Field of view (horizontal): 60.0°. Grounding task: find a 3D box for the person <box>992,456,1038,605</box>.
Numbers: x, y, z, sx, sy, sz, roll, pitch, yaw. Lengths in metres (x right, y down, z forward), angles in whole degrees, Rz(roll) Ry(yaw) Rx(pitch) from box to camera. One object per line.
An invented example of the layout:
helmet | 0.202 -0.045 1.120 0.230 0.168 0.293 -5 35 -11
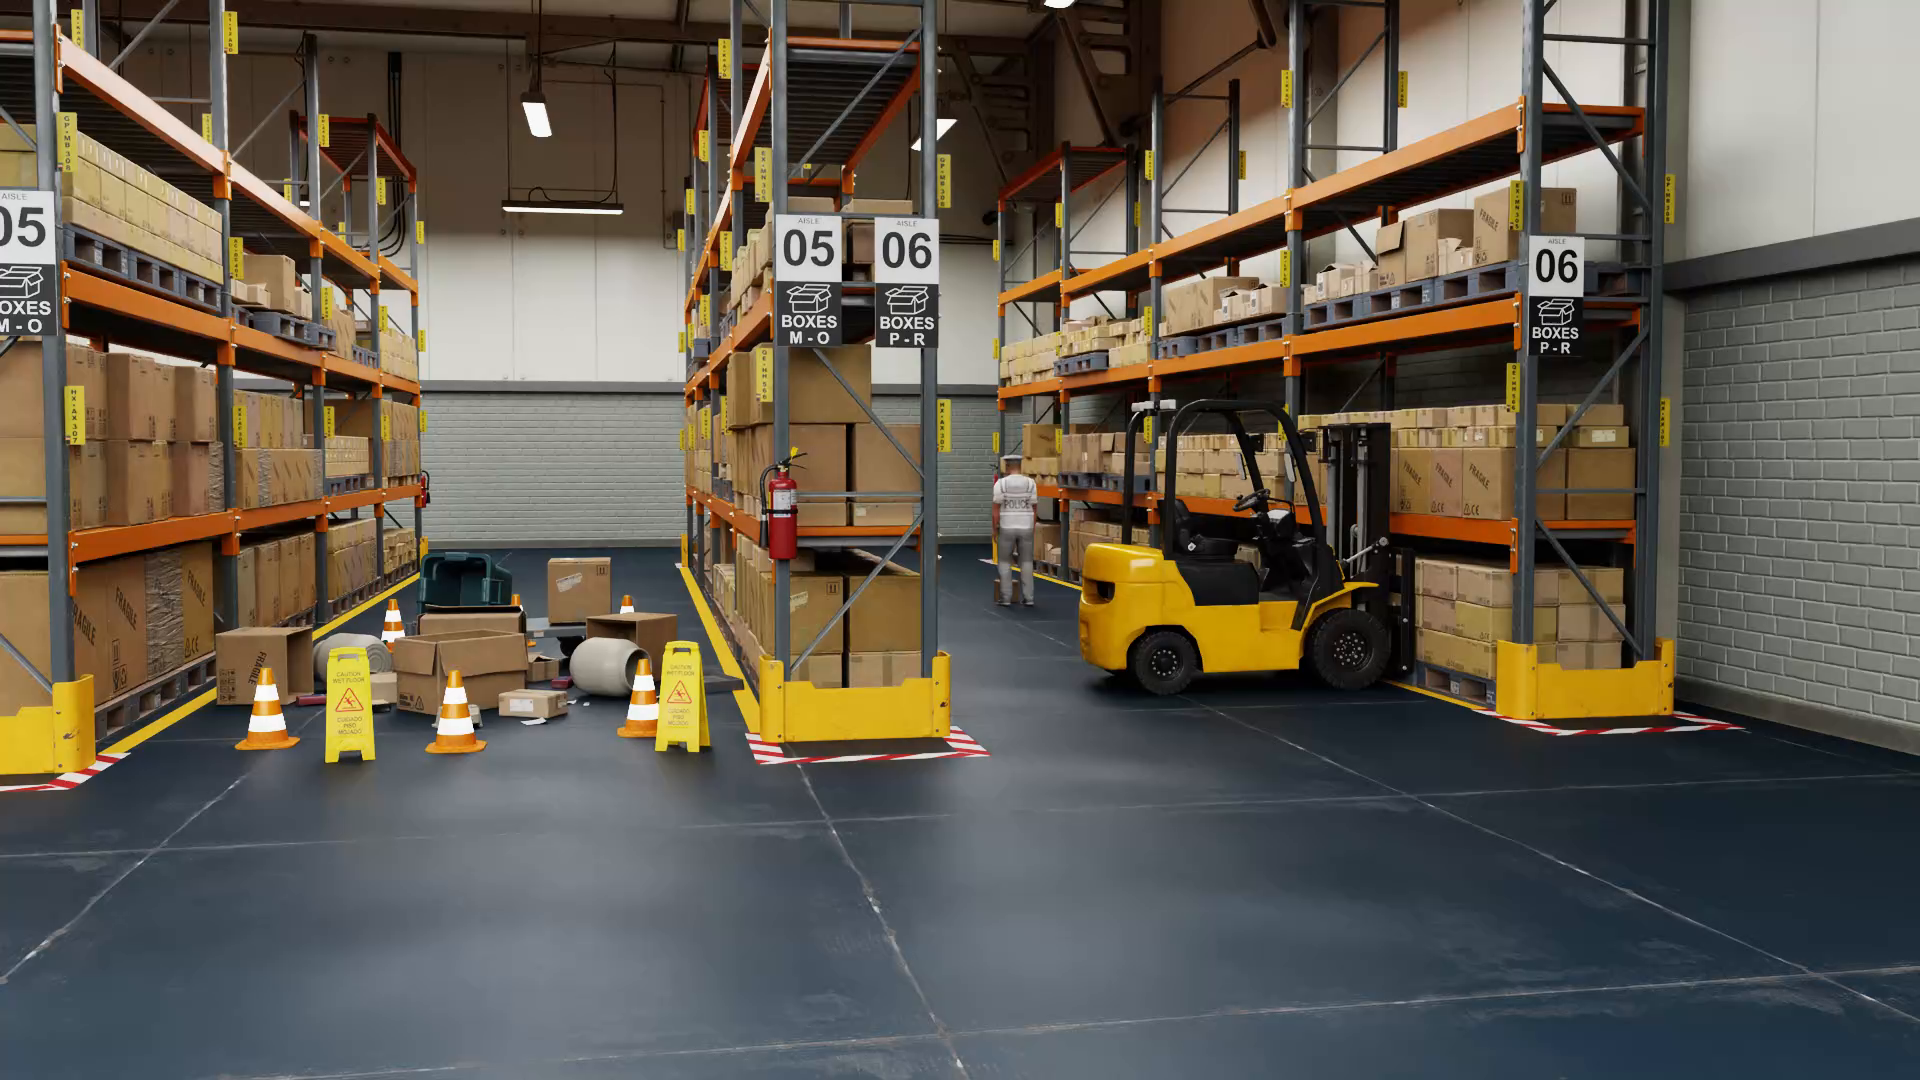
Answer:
person | 0.625 -0.106 19.247 0.530 1.738 0.391 -1 3 -10
